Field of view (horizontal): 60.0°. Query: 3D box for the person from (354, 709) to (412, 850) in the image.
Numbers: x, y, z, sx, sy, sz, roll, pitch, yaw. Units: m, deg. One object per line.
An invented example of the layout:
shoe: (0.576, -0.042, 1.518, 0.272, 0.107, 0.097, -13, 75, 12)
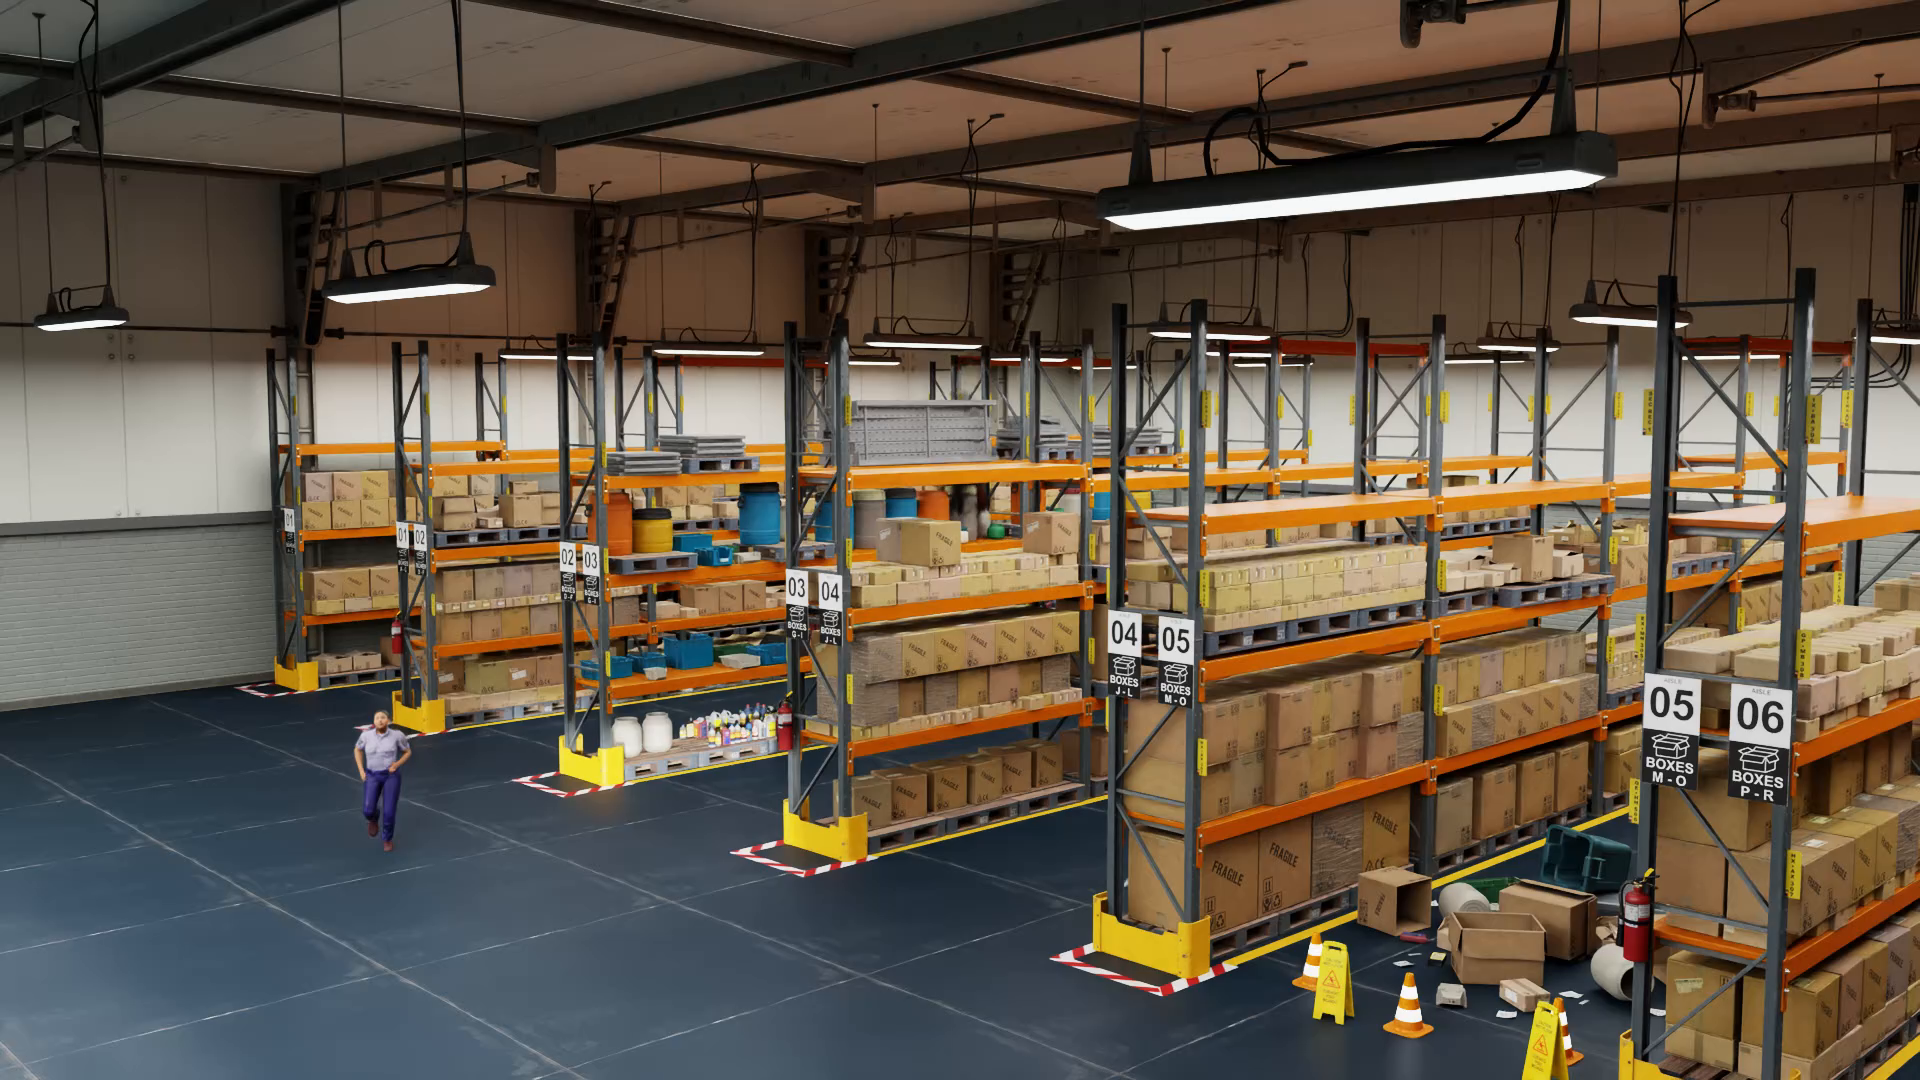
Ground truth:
person: (-6.586, 2.736, 18.969, 0.634, 1.604, 0.559, -1, 5, -12)

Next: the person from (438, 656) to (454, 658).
person: (-8.673, 1.961, 27.968, 0.507, 1.648, 0.710, 4, 6, 35)

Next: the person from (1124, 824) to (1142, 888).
person: (2.070, 2.793, 17.719, 0.577, 1.681, 0.956, 4, 7, 41)
